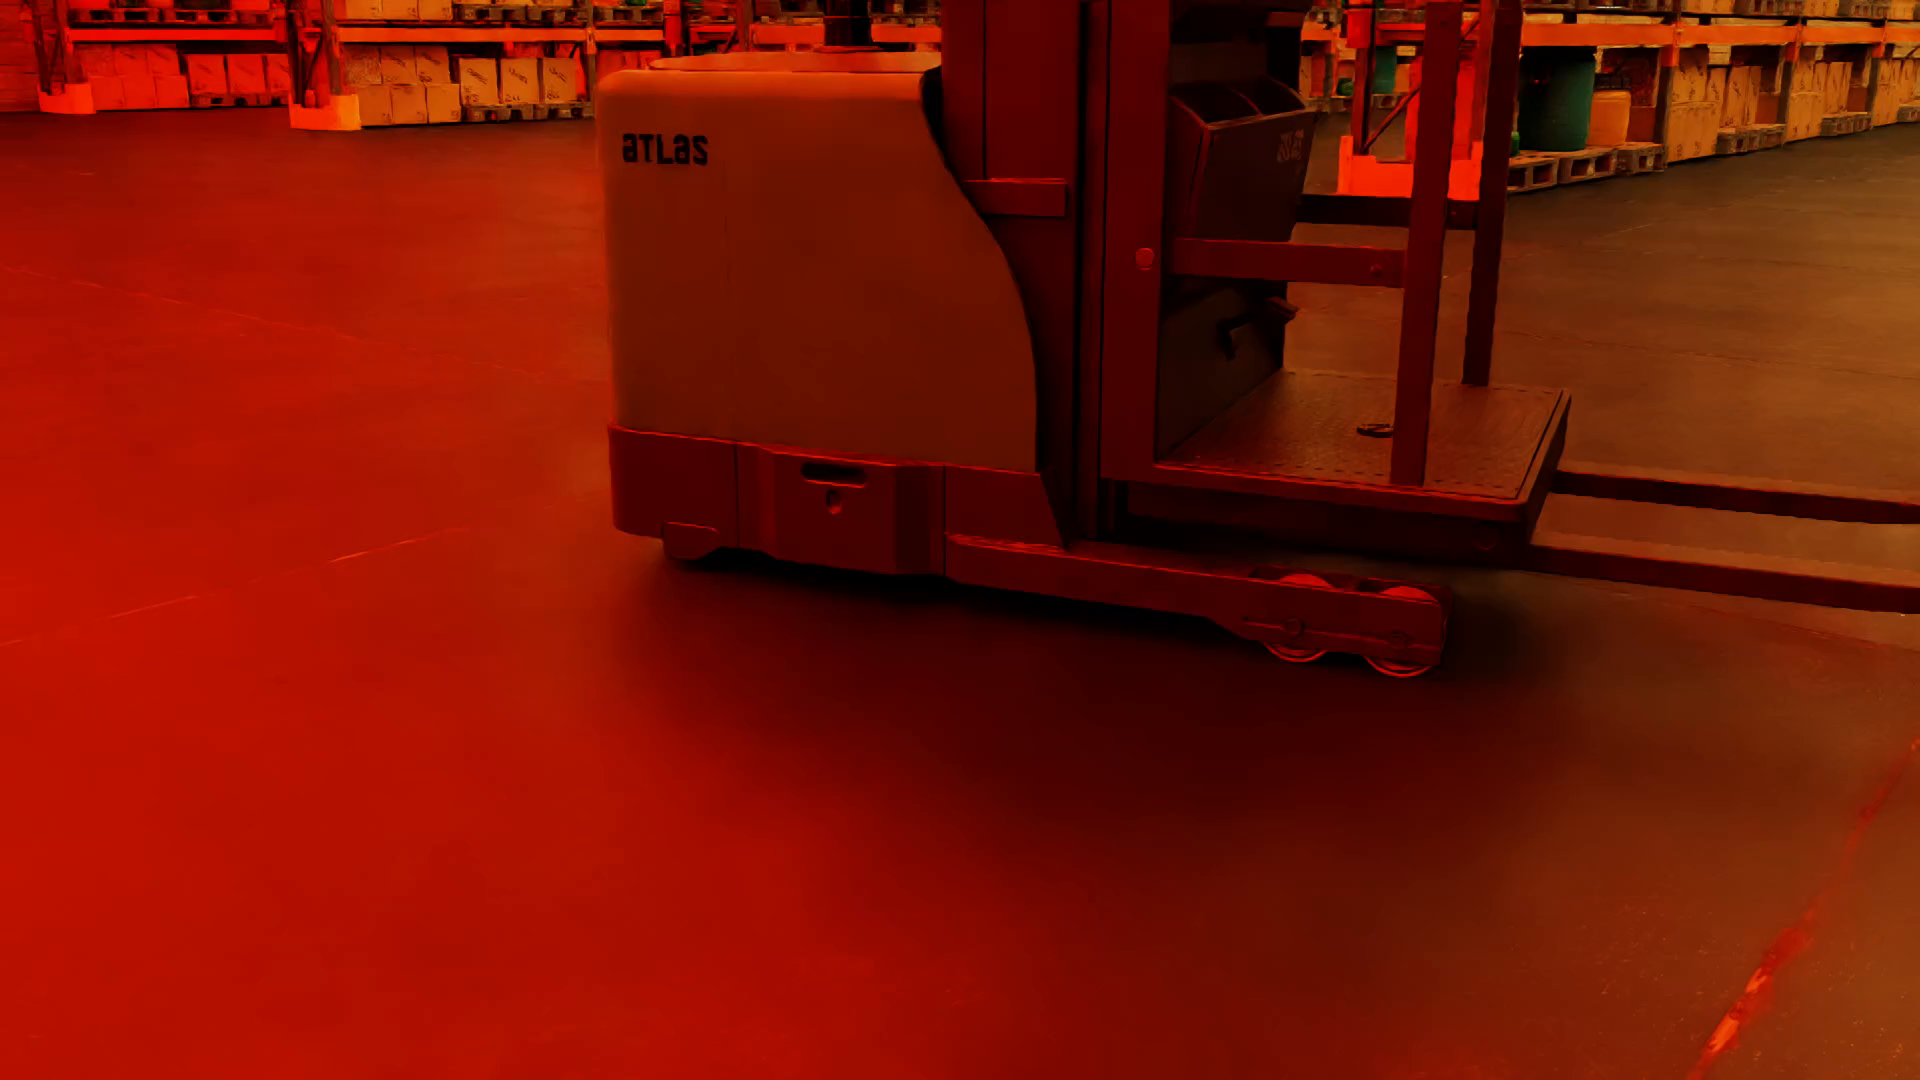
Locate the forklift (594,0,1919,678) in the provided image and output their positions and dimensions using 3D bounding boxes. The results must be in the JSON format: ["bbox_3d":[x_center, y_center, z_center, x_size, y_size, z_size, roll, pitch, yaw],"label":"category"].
[{"bbox_3d":[0.770,-1.322,3.250,3.031,2.935,1.130,7,18,22],"label":"forklift"}]
